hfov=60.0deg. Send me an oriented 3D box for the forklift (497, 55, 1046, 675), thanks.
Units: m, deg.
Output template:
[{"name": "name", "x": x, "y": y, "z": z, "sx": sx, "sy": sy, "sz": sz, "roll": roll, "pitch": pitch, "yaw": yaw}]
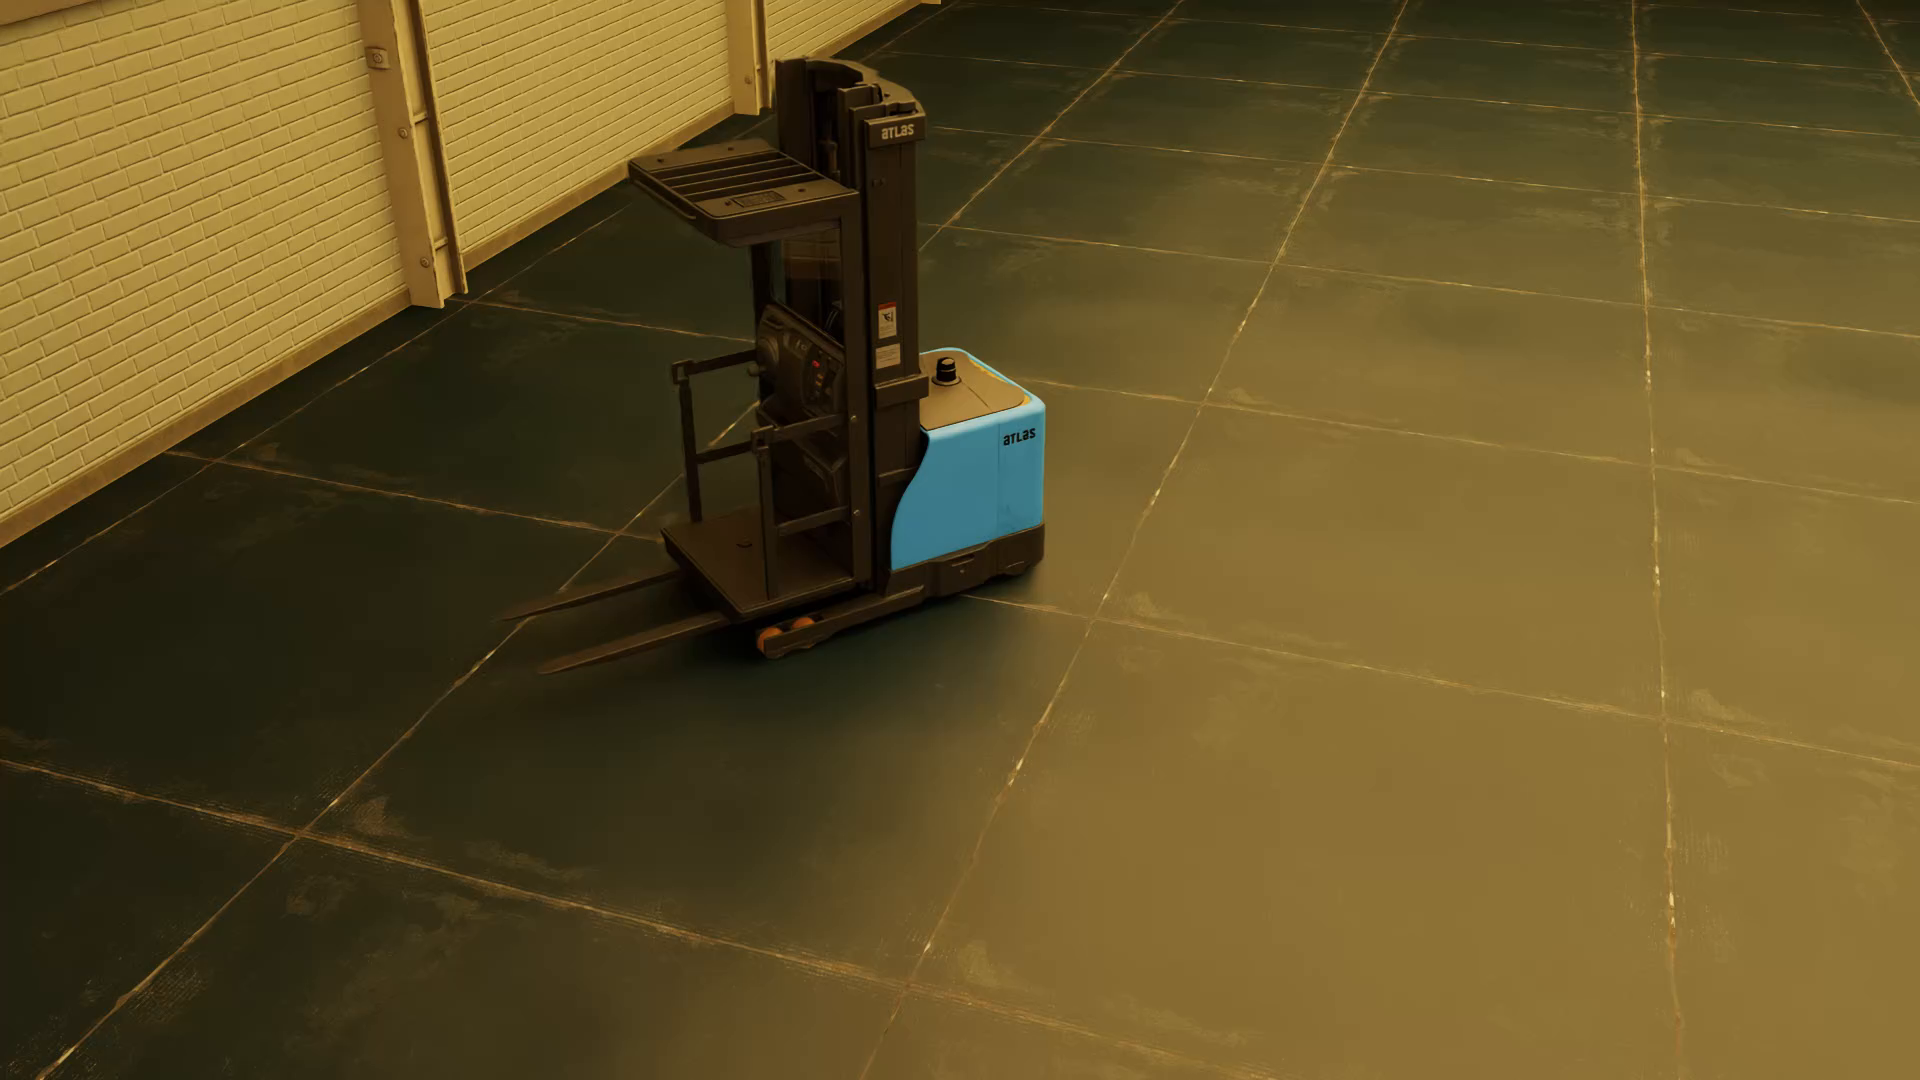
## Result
[{"name": "forklift", "x": -1.029, "y": -0.931, "z": 8.769, "sx": 3.031, "sy": 2.935, "sz": 1.130, "roll": -17, "pitch": 34, "yaw": -27}]
